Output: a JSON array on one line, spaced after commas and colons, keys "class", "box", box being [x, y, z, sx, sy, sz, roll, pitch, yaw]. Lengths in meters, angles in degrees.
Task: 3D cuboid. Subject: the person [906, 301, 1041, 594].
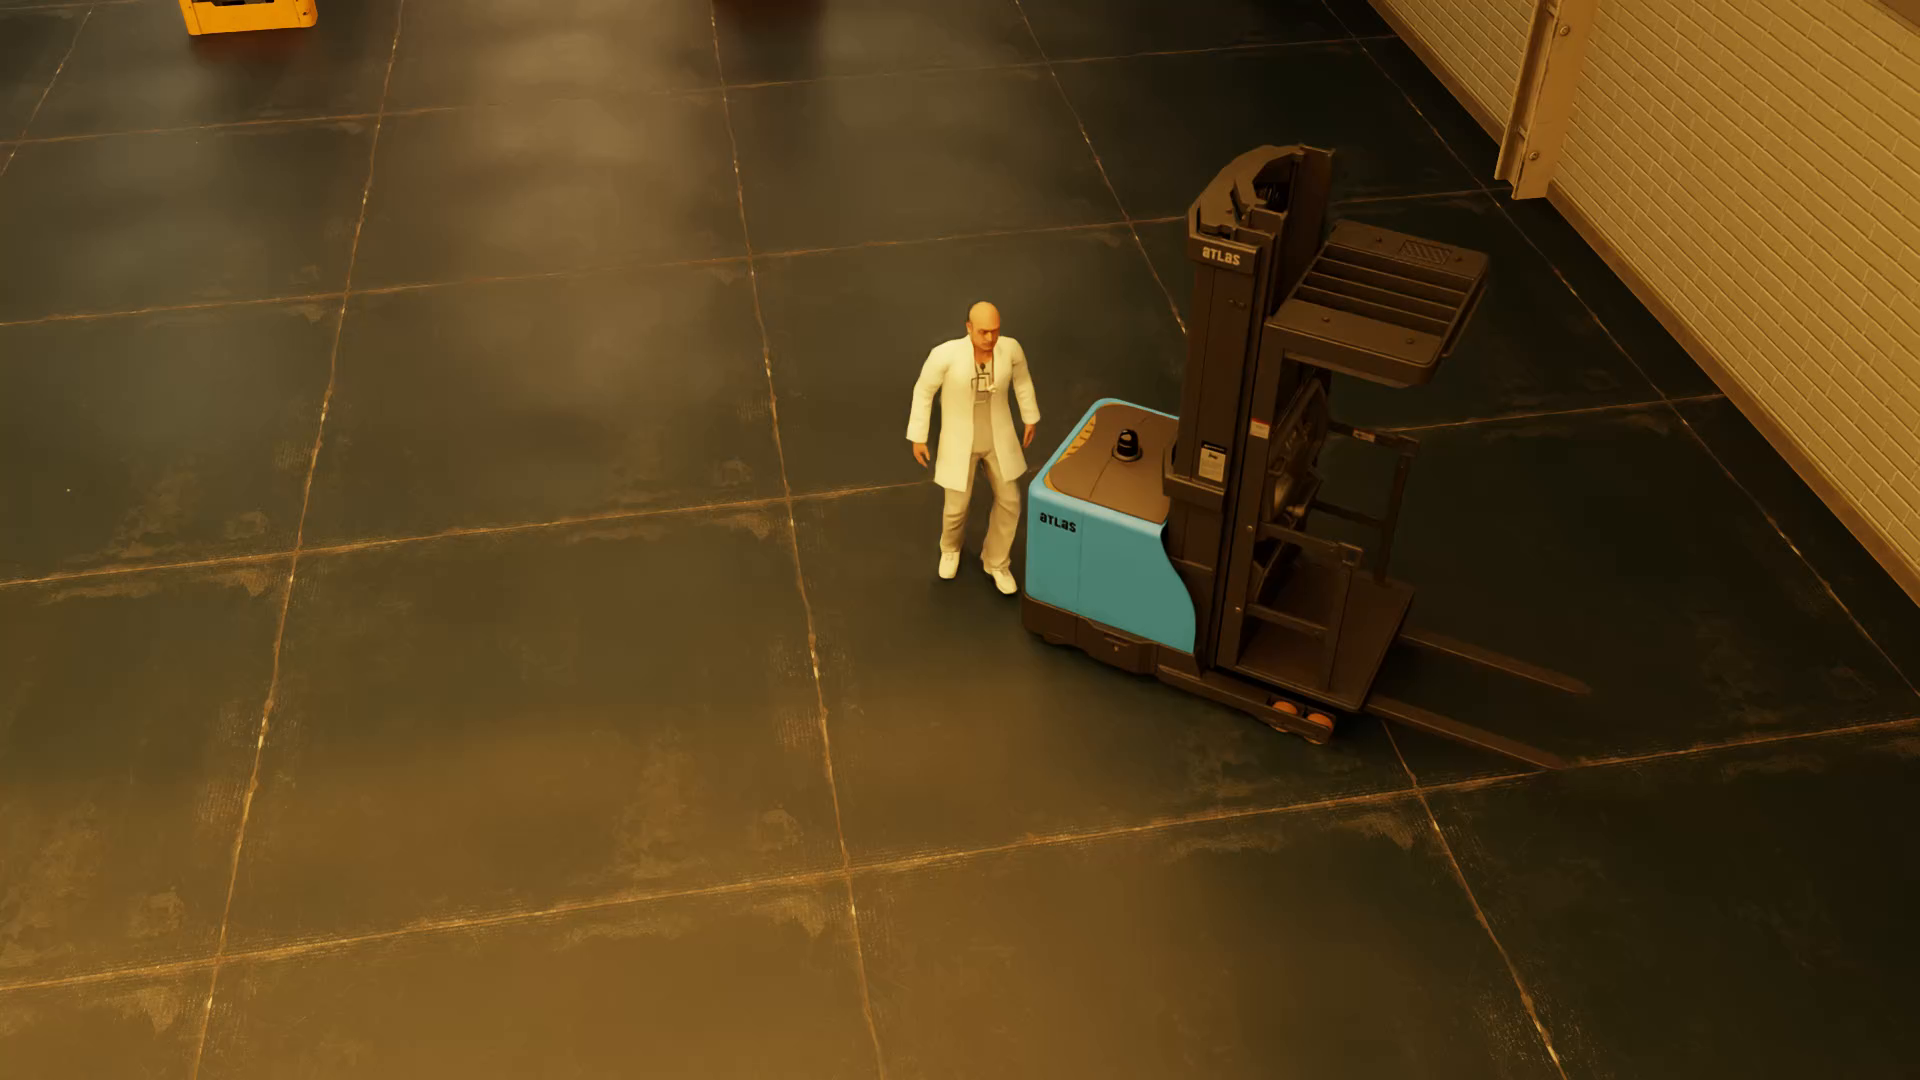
[{"class": "person", "box": [0.129, -0.503, 9.476, 0.821, 1.744, 0.699, -11, 42, -12]}]

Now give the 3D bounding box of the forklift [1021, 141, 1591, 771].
[{"class": "forklift", "box": [1.900, -0.417, 8.448, 3.031, 2.935, 1.130, 19, 44, 21]}]
